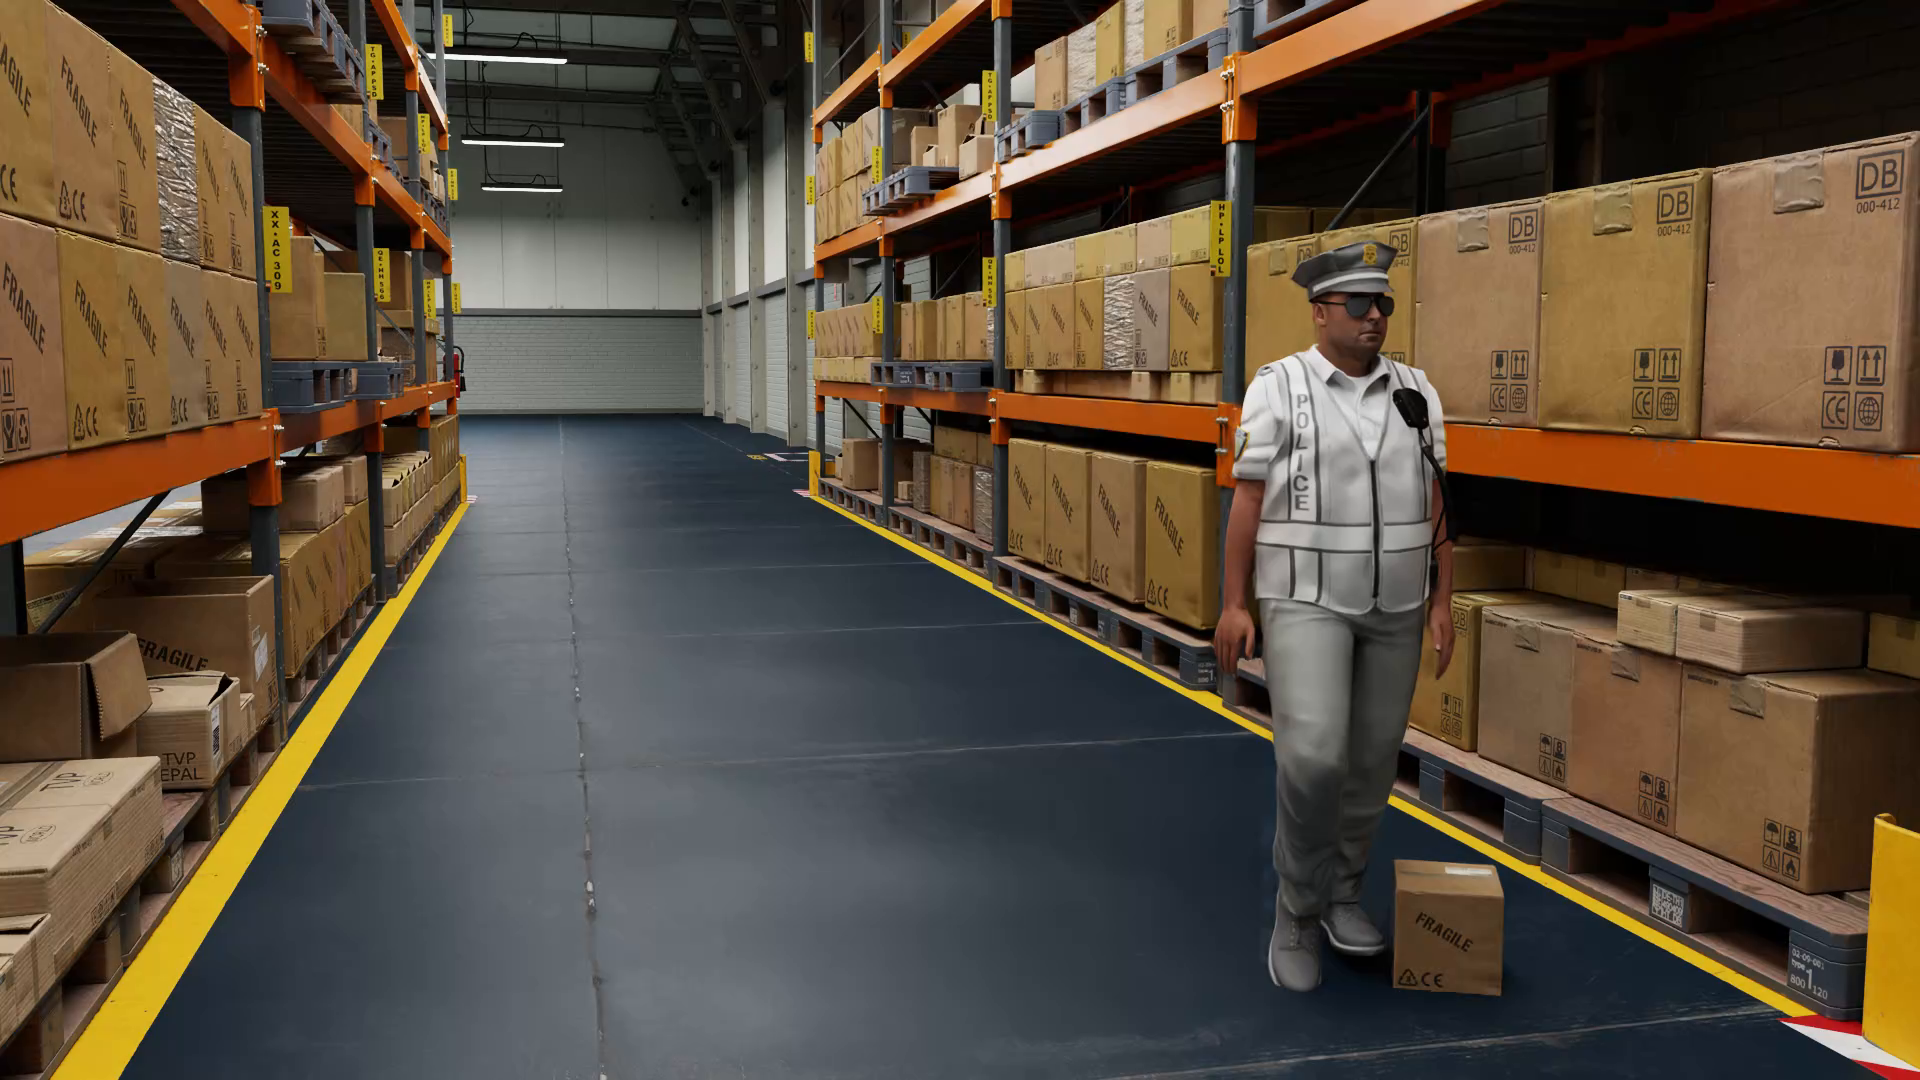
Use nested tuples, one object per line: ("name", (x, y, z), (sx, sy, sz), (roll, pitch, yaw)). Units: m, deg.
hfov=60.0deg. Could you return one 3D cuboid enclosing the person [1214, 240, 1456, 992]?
("person", (0.947, 0.194, 4.072), (0.578, 1.830, 0.499), (-1, 6, -13))
